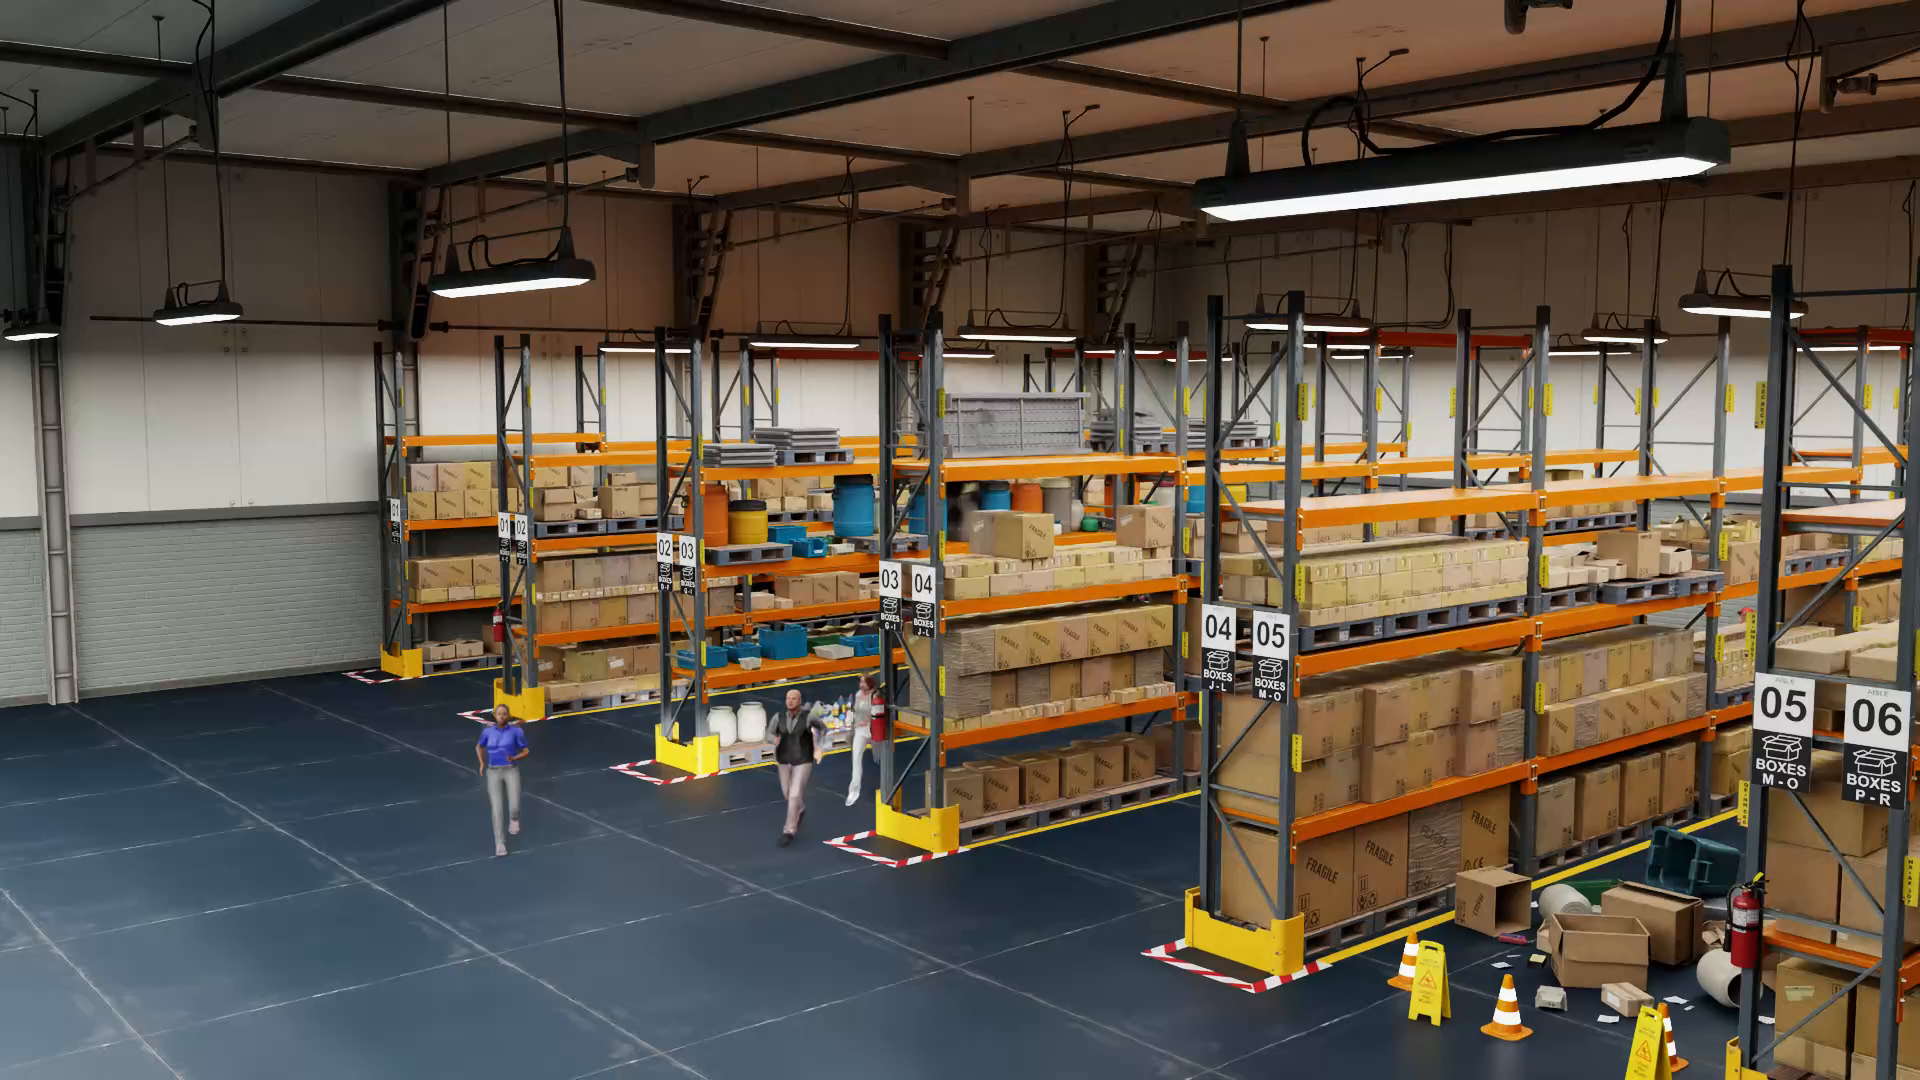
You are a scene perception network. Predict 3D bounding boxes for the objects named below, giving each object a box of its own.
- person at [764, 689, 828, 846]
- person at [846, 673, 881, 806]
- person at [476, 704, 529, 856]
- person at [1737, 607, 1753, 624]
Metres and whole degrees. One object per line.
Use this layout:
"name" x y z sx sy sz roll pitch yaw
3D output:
"person" -1.889 2.543 18.978 0.660 1.704 0.978 1 5 15
"person" -1.124 2.467 21.007 0.506 1.600 1.034 2 6 22
"person" -5.131 2.645 18.671 0.587 1.628 0.878 -1 5 -13
"person" 12.212 1.940 25.683 0.828 1.837 0.675 -3 6 -33
